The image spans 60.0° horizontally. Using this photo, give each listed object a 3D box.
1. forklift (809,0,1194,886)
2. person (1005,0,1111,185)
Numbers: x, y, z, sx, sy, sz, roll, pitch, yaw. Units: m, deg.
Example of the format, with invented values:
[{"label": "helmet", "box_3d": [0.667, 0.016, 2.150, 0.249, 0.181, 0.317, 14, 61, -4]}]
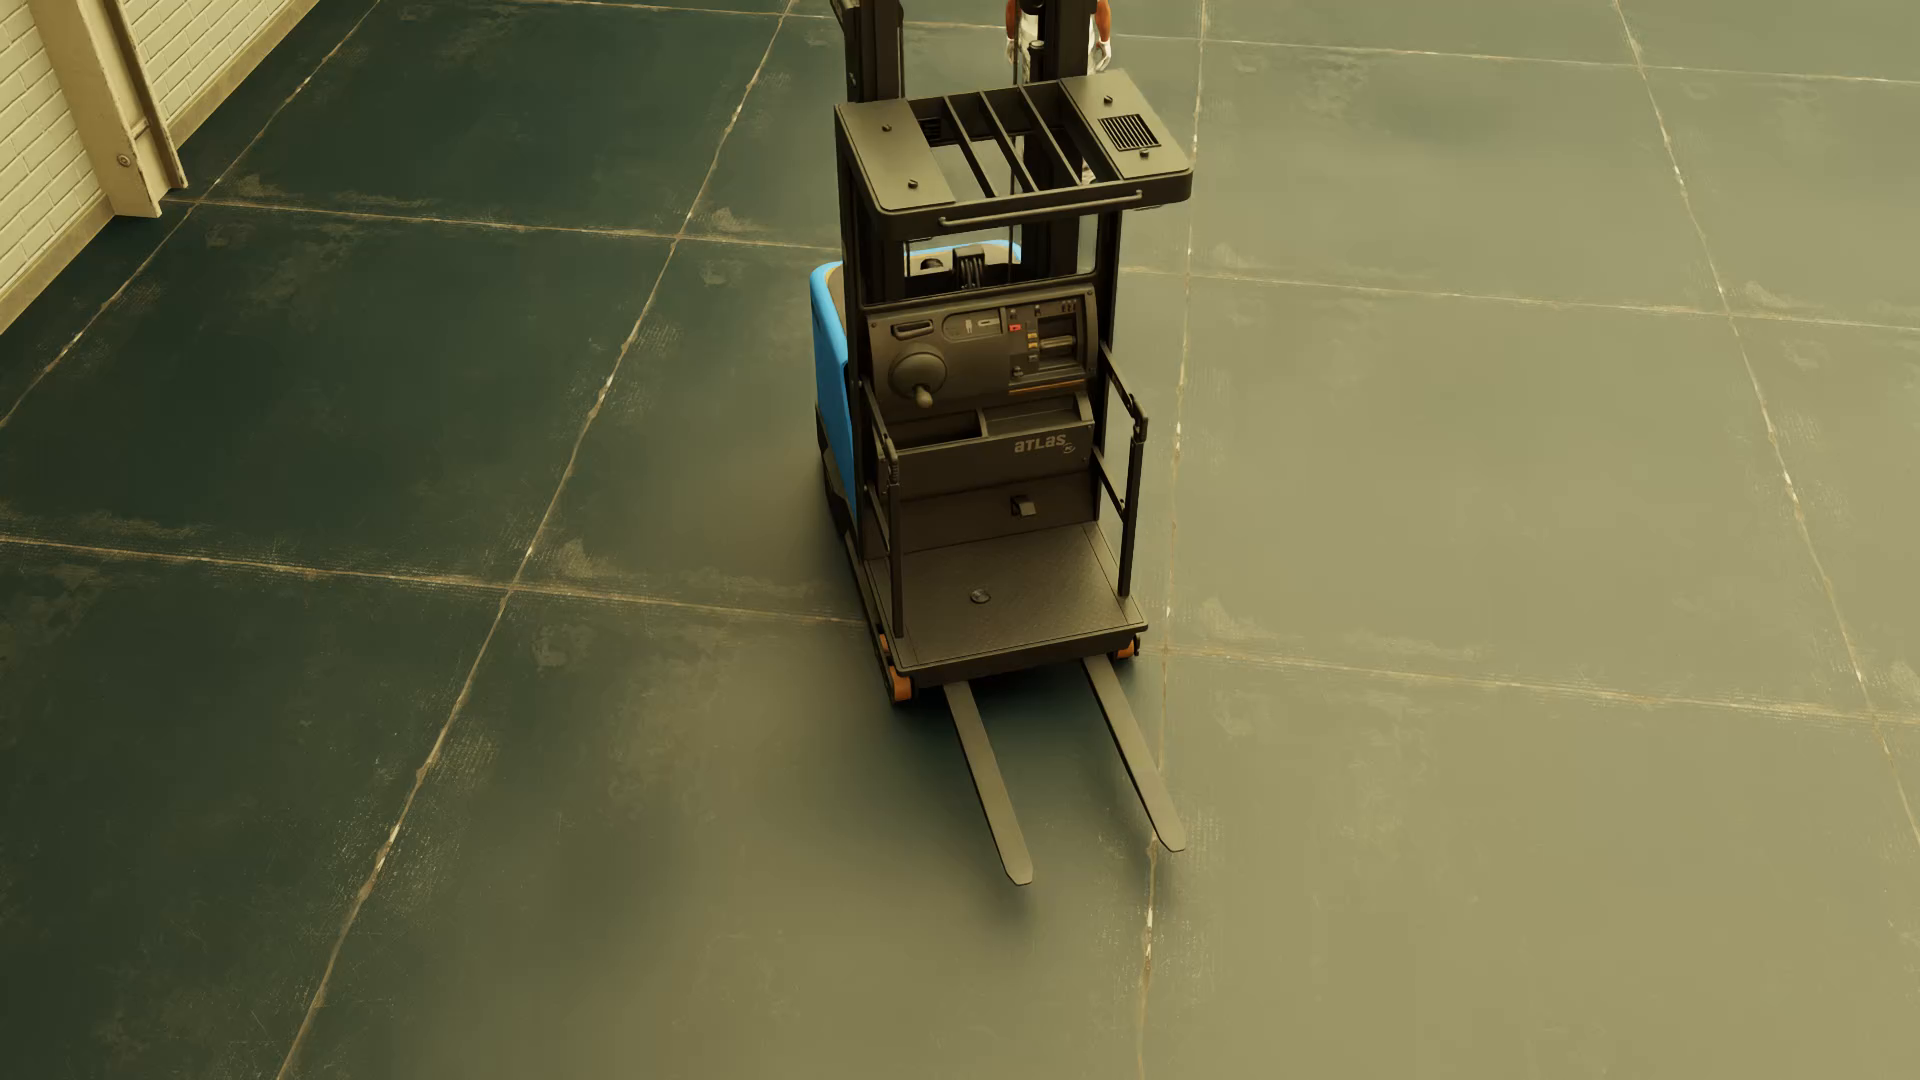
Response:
[{"label": "forklift", "box_3d": [0.153, -0.681, 6.465, 1.130, 2.935, 3.031, -10, 44, -11]}, {"label": "person", "box_3d": [0.575, -2.905, 9.746, 0.623, 1.773, 0.450, 6, 43, 6]}]
